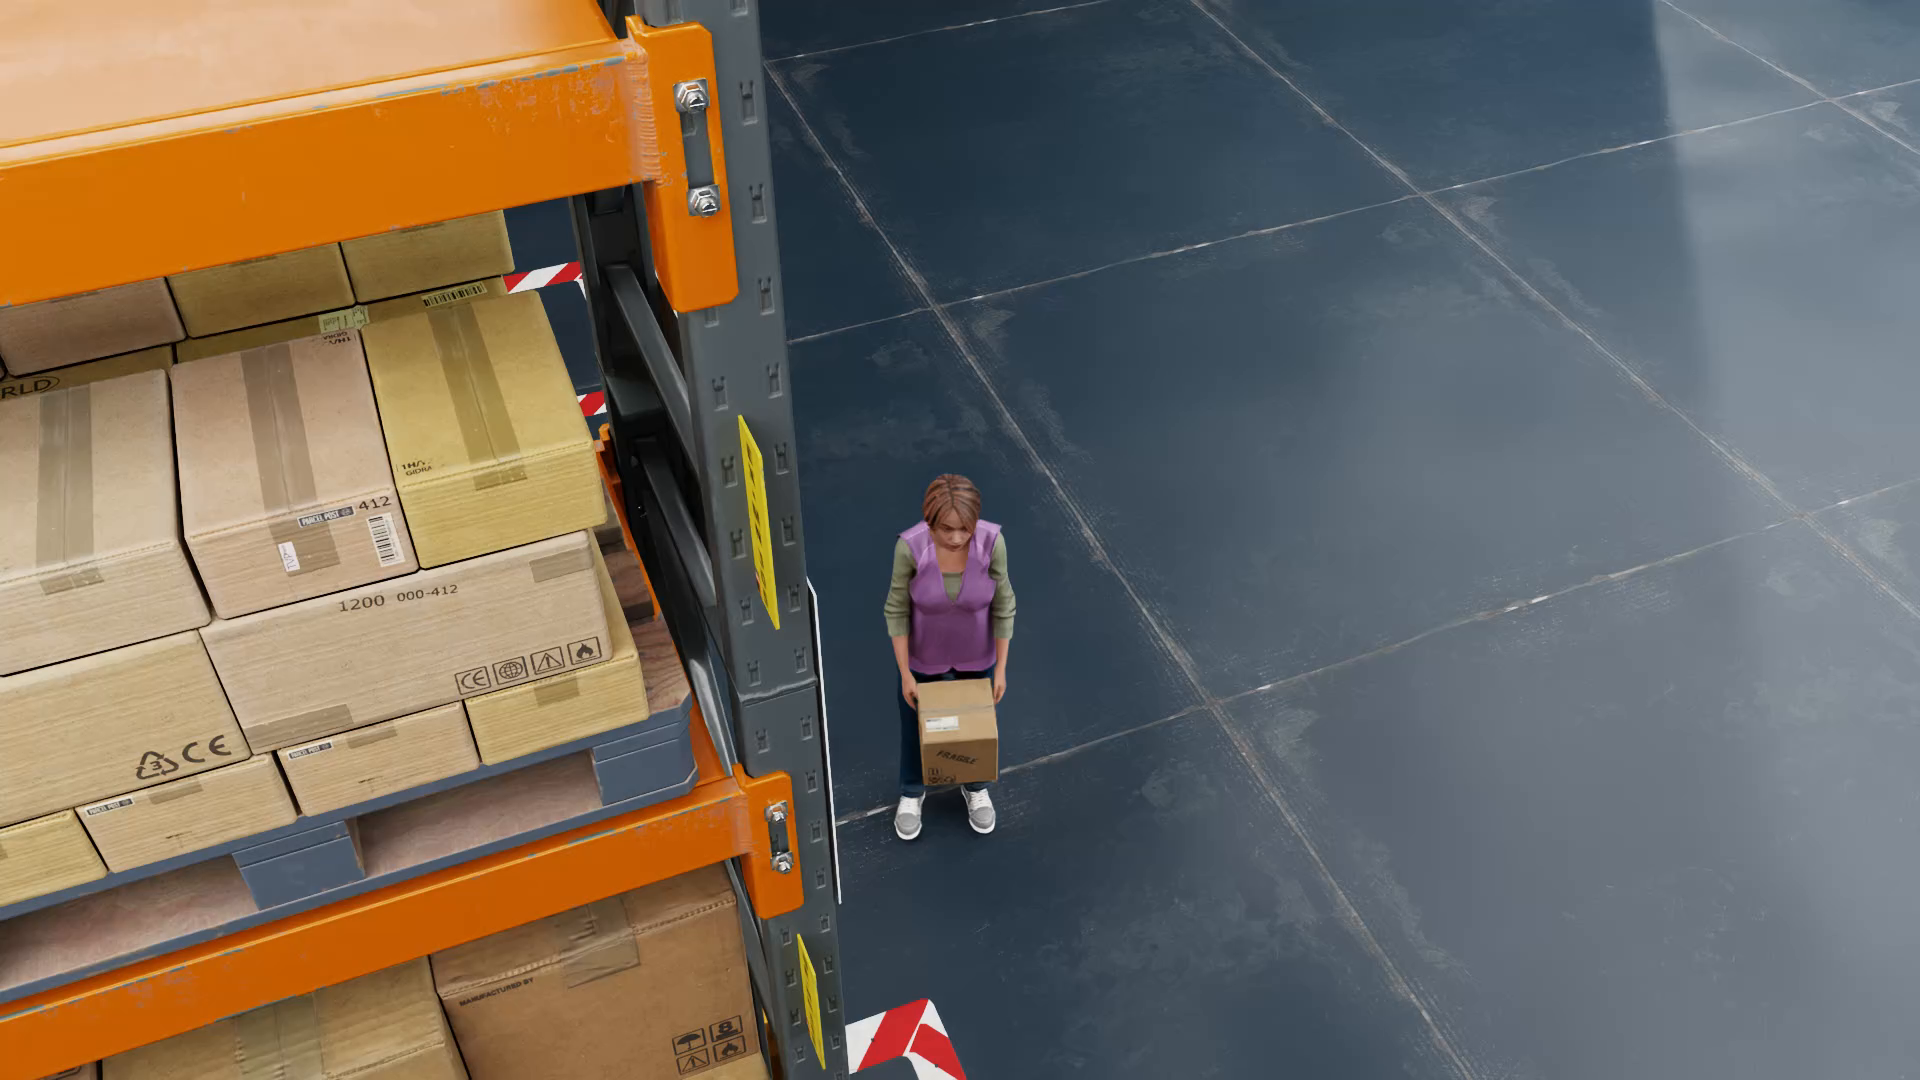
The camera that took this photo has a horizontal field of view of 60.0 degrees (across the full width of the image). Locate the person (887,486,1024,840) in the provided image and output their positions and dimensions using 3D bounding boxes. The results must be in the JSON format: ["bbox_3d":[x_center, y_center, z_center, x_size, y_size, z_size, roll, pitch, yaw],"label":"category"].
[{"bbox_3d":[-0.022,0.407,5.721,0.485,1.594,0.340,-5,43,-6],"label":"person"}]
